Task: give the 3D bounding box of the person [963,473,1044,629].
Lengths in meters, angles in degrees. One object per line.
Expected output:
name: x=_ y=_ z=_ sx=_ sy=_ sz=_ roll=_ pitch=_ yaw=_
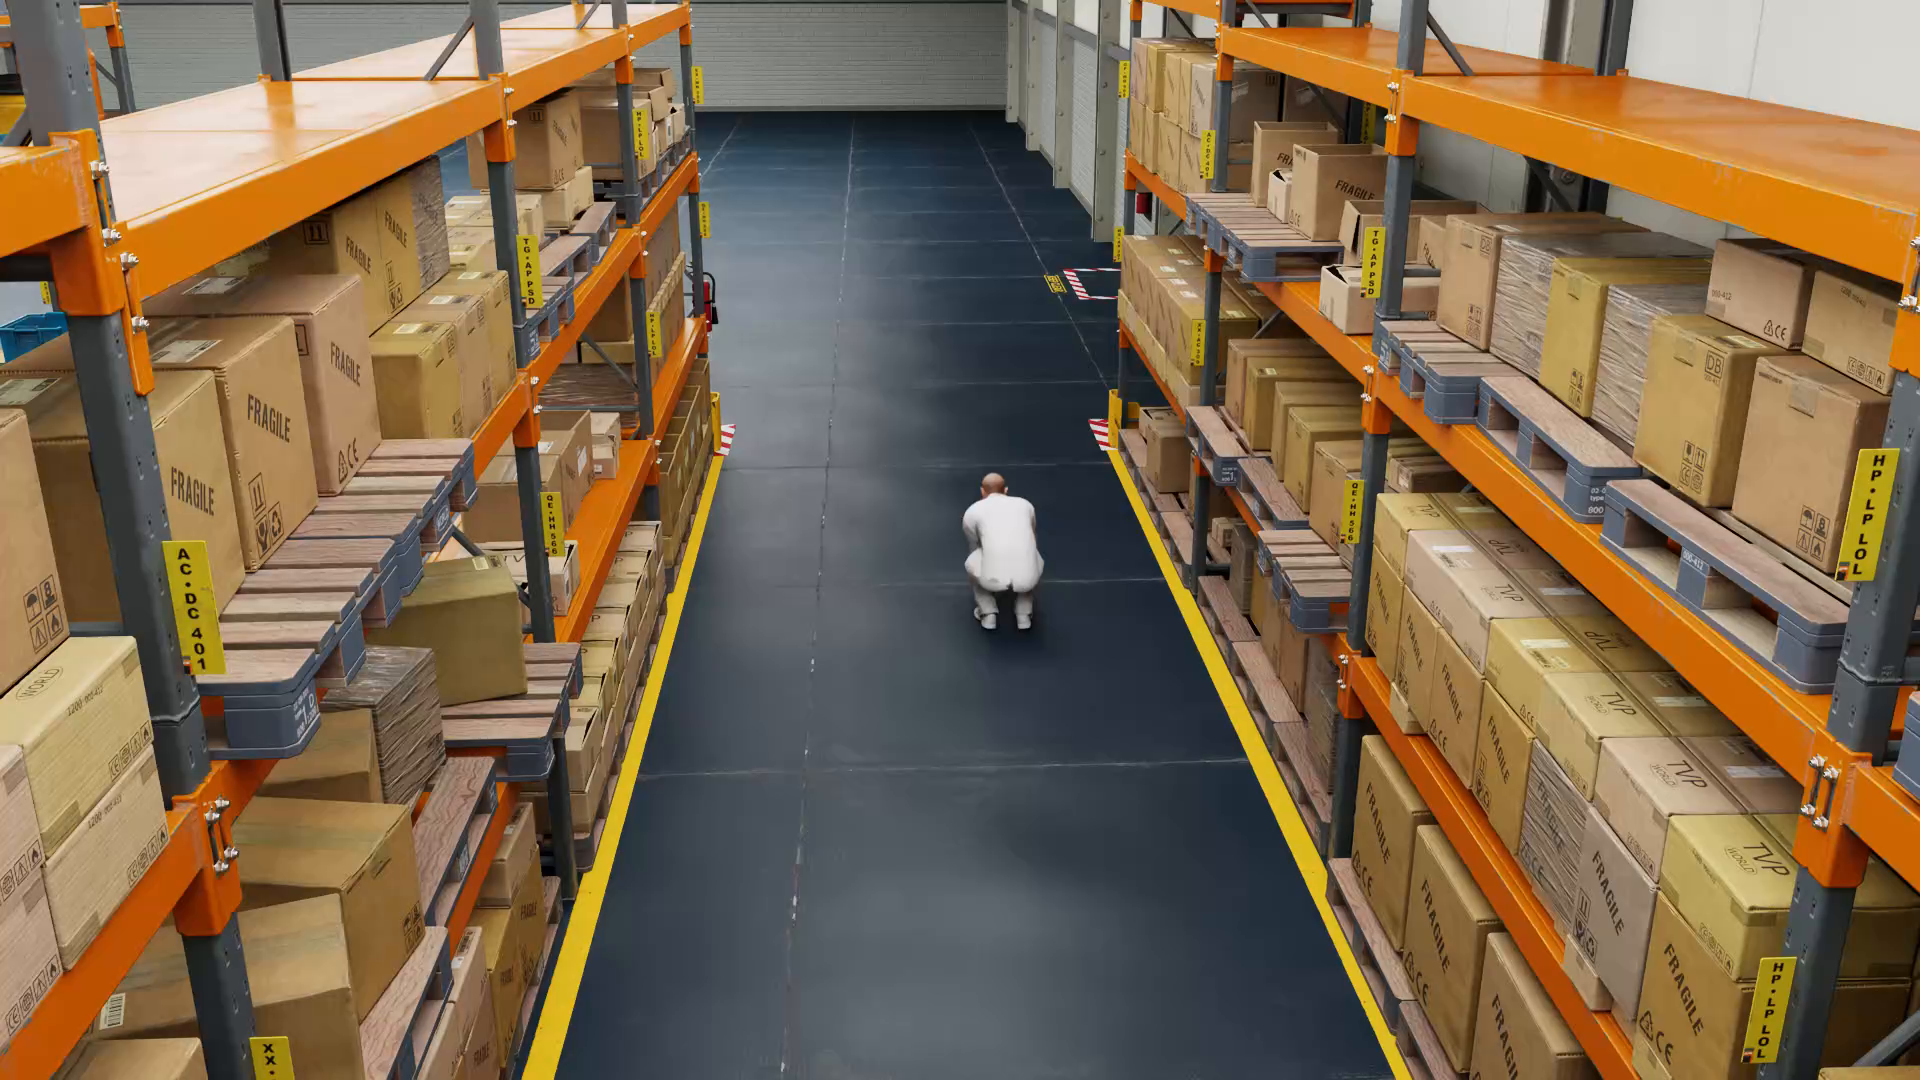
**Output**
person: x=0.315 y=0.065 z=12.056 sx=0.586 sy=1.004 sz=0.918 roll=-1 pitch=20 yaw=-4
